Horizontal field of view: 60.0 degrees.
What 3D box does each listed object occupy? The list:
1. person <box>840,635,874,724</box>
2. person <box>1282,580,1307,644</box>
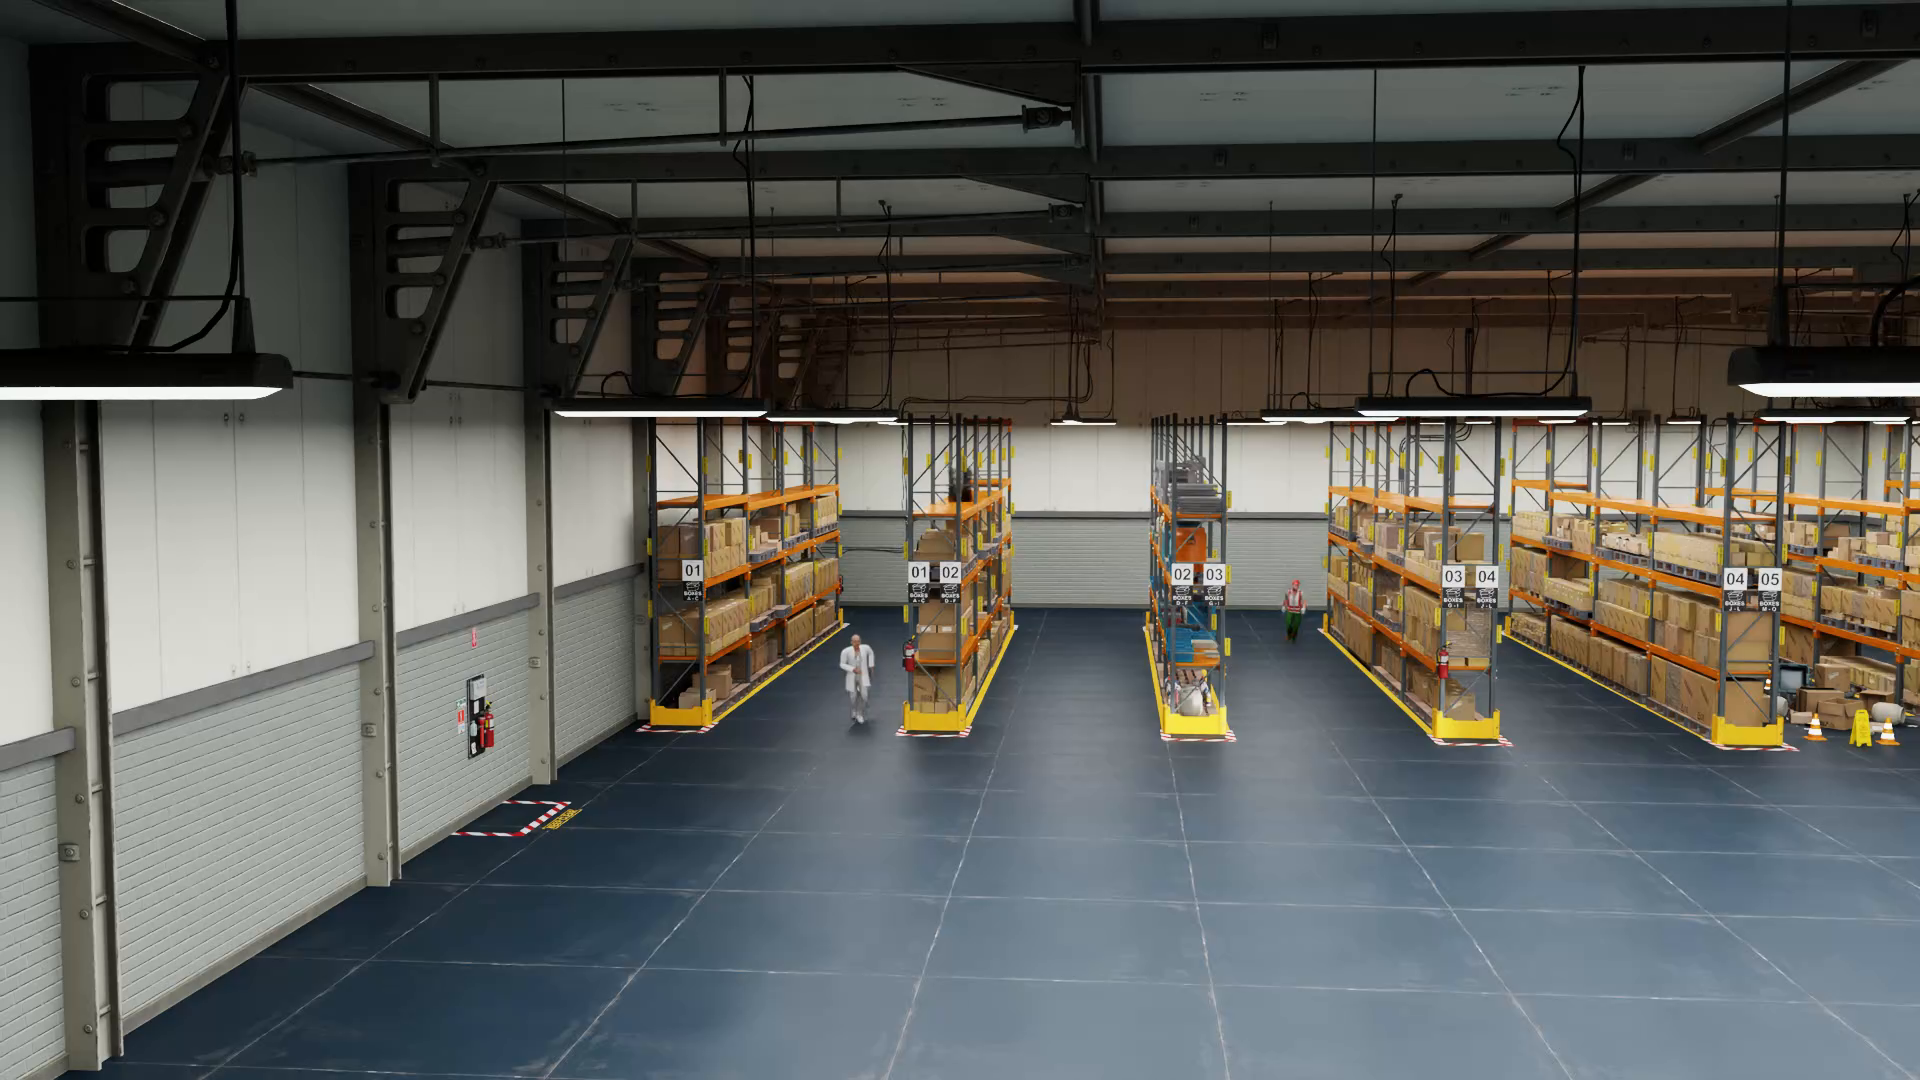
[{"bbox_3d":[-2.005,2.688,32.390,0.682,1.747,0.853,0,4,-5],"label":"person"},{"bbox_3d":[8.789,1.906,43.745,0.673,1.731,0.785,1,4,14],"label":"person"}]
